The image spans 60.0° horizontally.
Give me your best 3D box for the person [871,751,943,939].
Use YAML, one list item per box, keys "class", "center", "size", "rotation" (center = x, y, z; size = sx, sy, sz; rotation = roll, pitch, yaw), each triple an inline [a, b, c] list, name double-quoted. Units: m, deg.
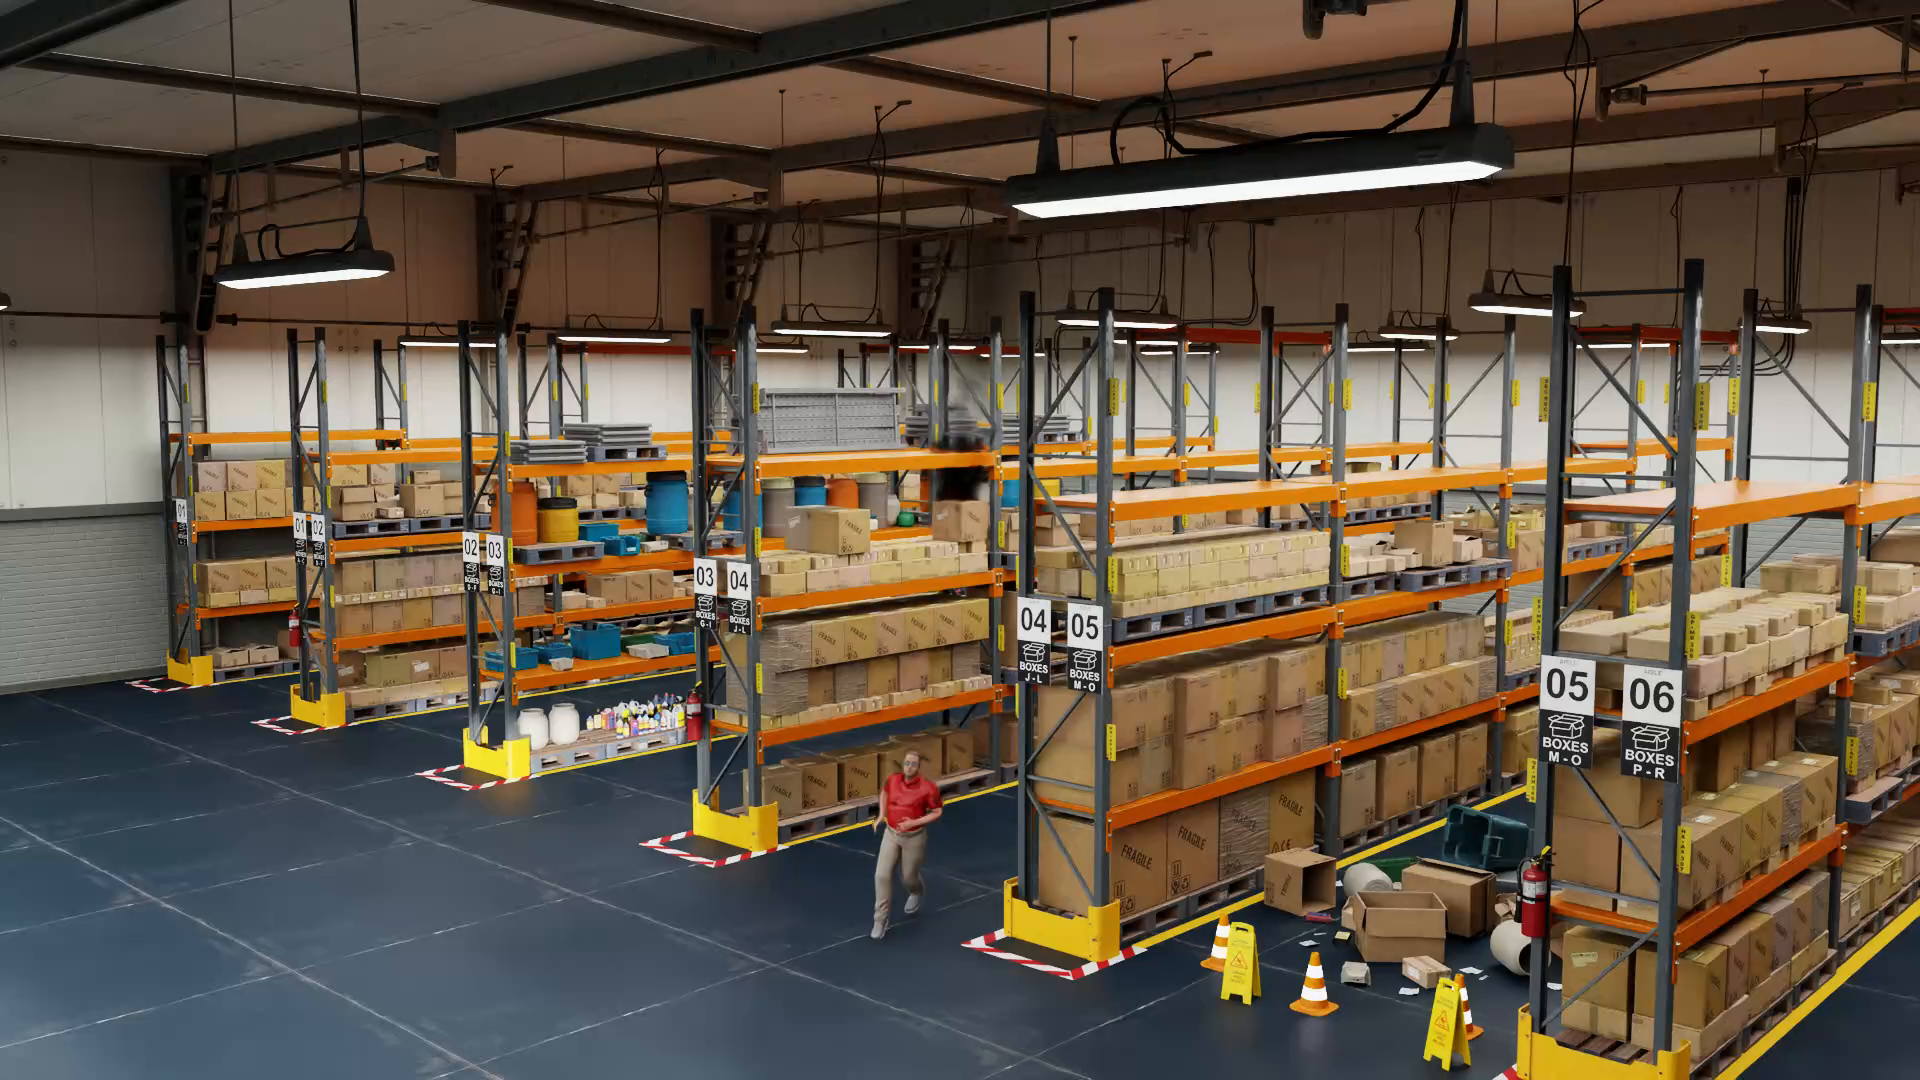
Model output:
- class: "person"
  center: [-0.482, 2.854, 15.793]
  size: [0.693, 1.750, 0.905]
  rotation: [2, 6, 20]
